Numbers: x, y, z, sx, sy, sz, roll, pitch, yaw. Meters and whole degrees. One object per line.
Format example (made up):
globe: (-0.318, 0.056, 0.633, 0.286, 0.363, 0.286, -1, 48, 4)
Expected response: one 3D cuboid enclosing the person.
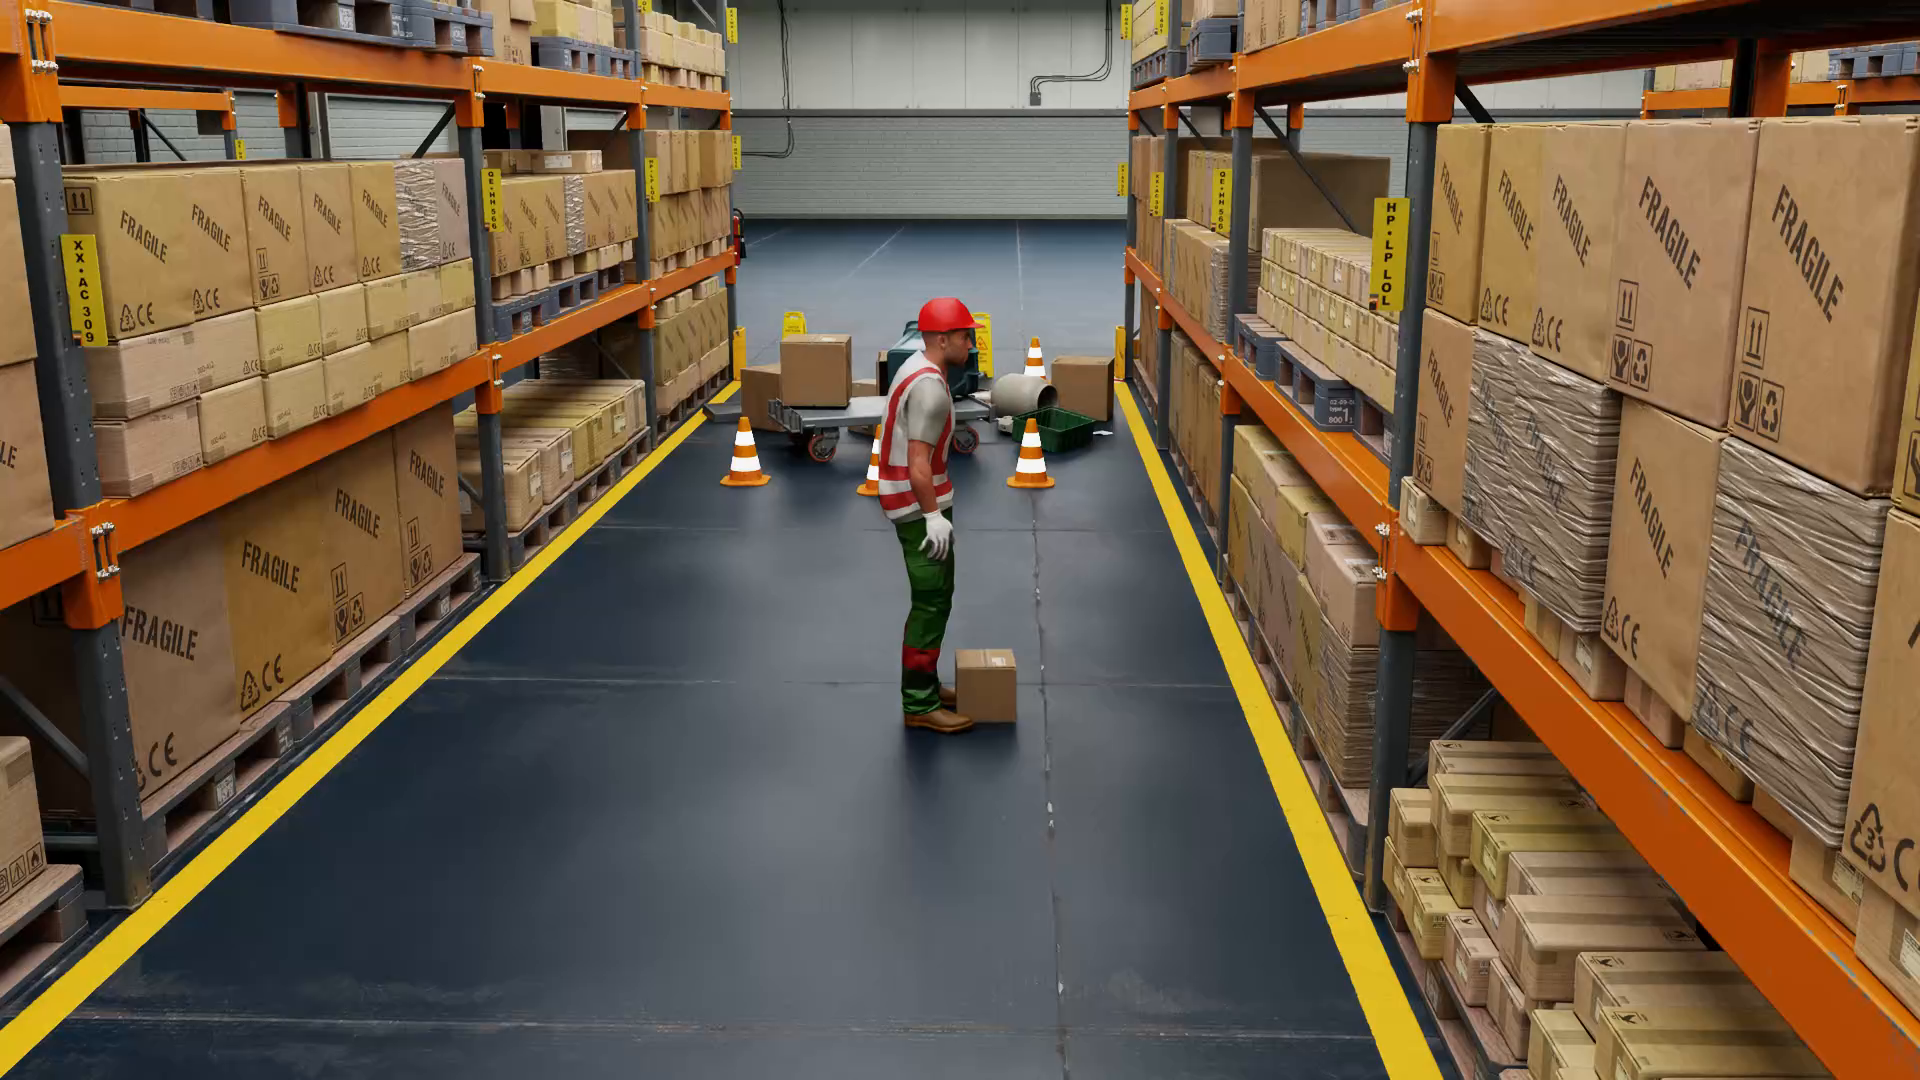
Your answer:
person: (-0.119, -0.120, 6.959, 0.451, 1.778, 0.612, 0, 14, -2)
